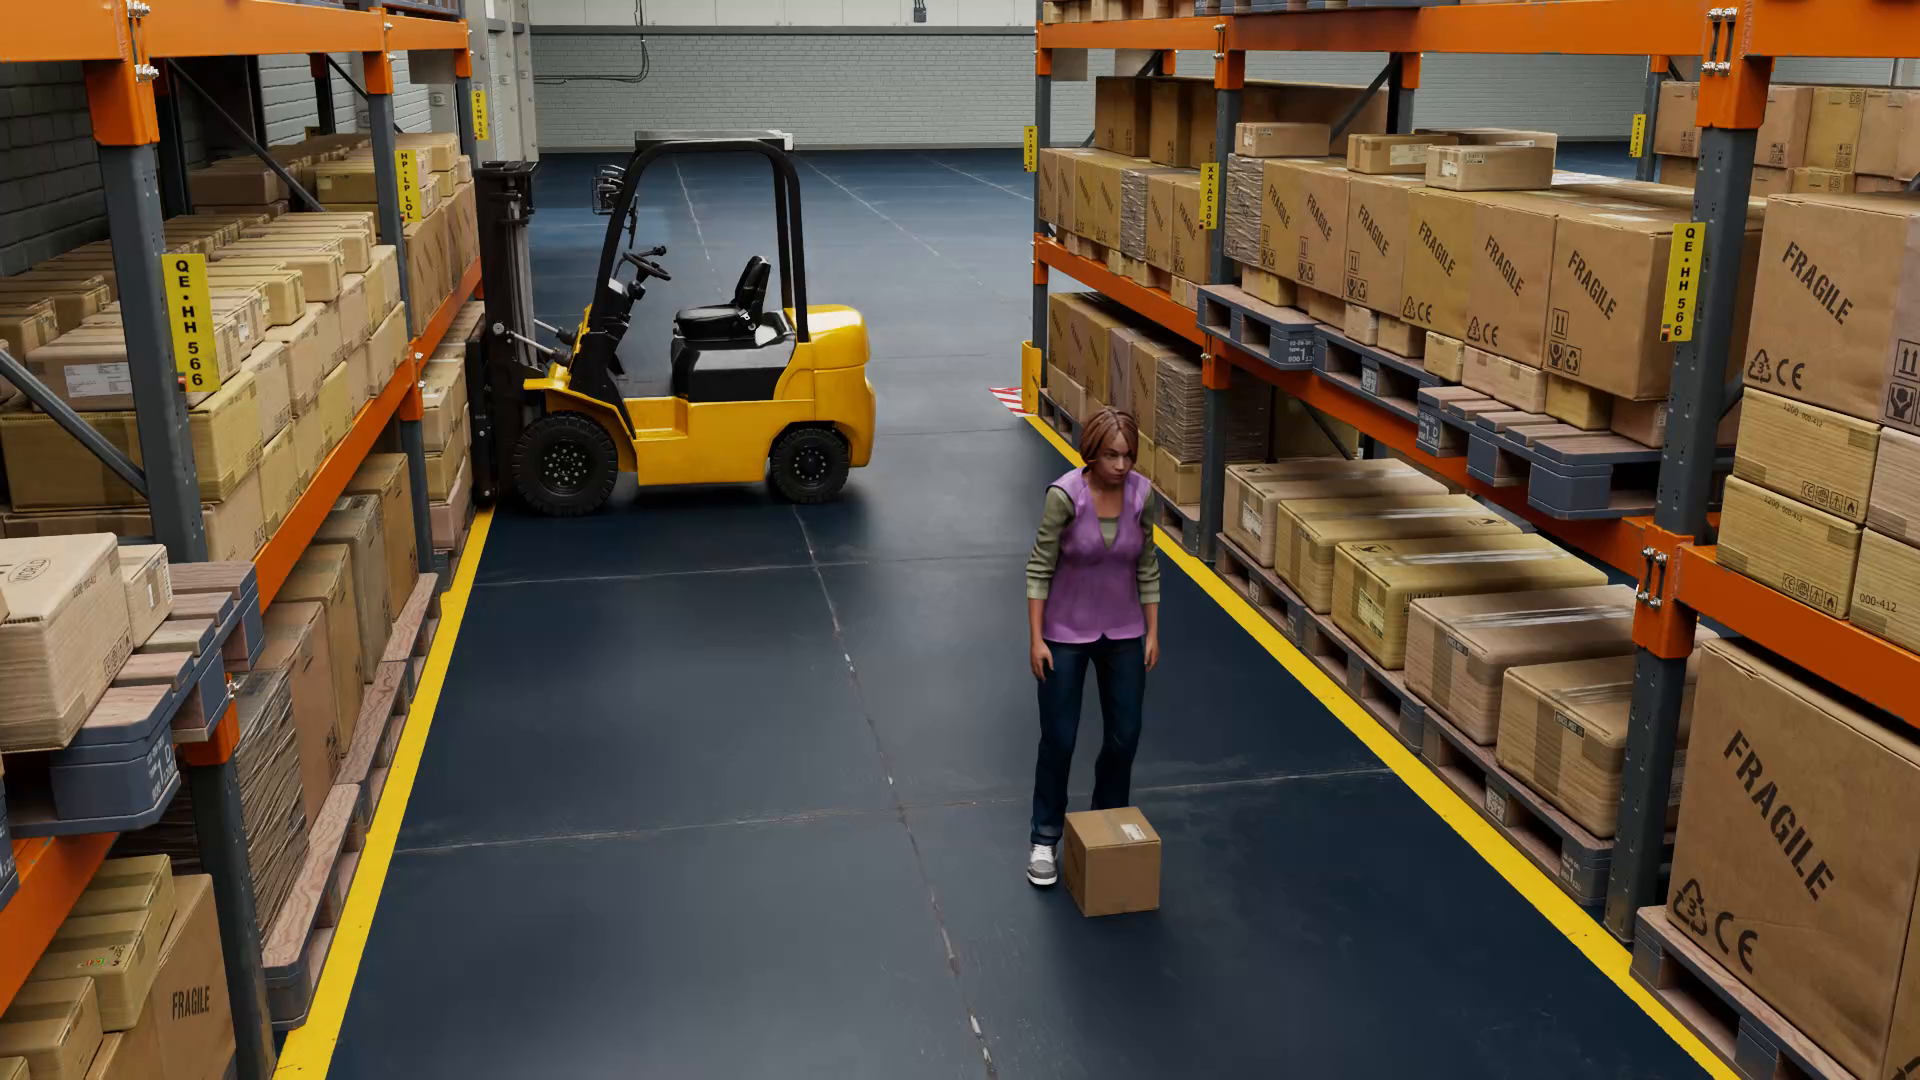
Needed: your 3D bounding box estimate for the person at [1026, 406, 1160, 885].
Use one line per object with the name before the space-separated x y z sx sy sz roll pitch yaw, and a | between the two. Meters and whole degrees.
person | 0.439 0.339 5.424 0.469 1.592 0.377 -4 17 -13
